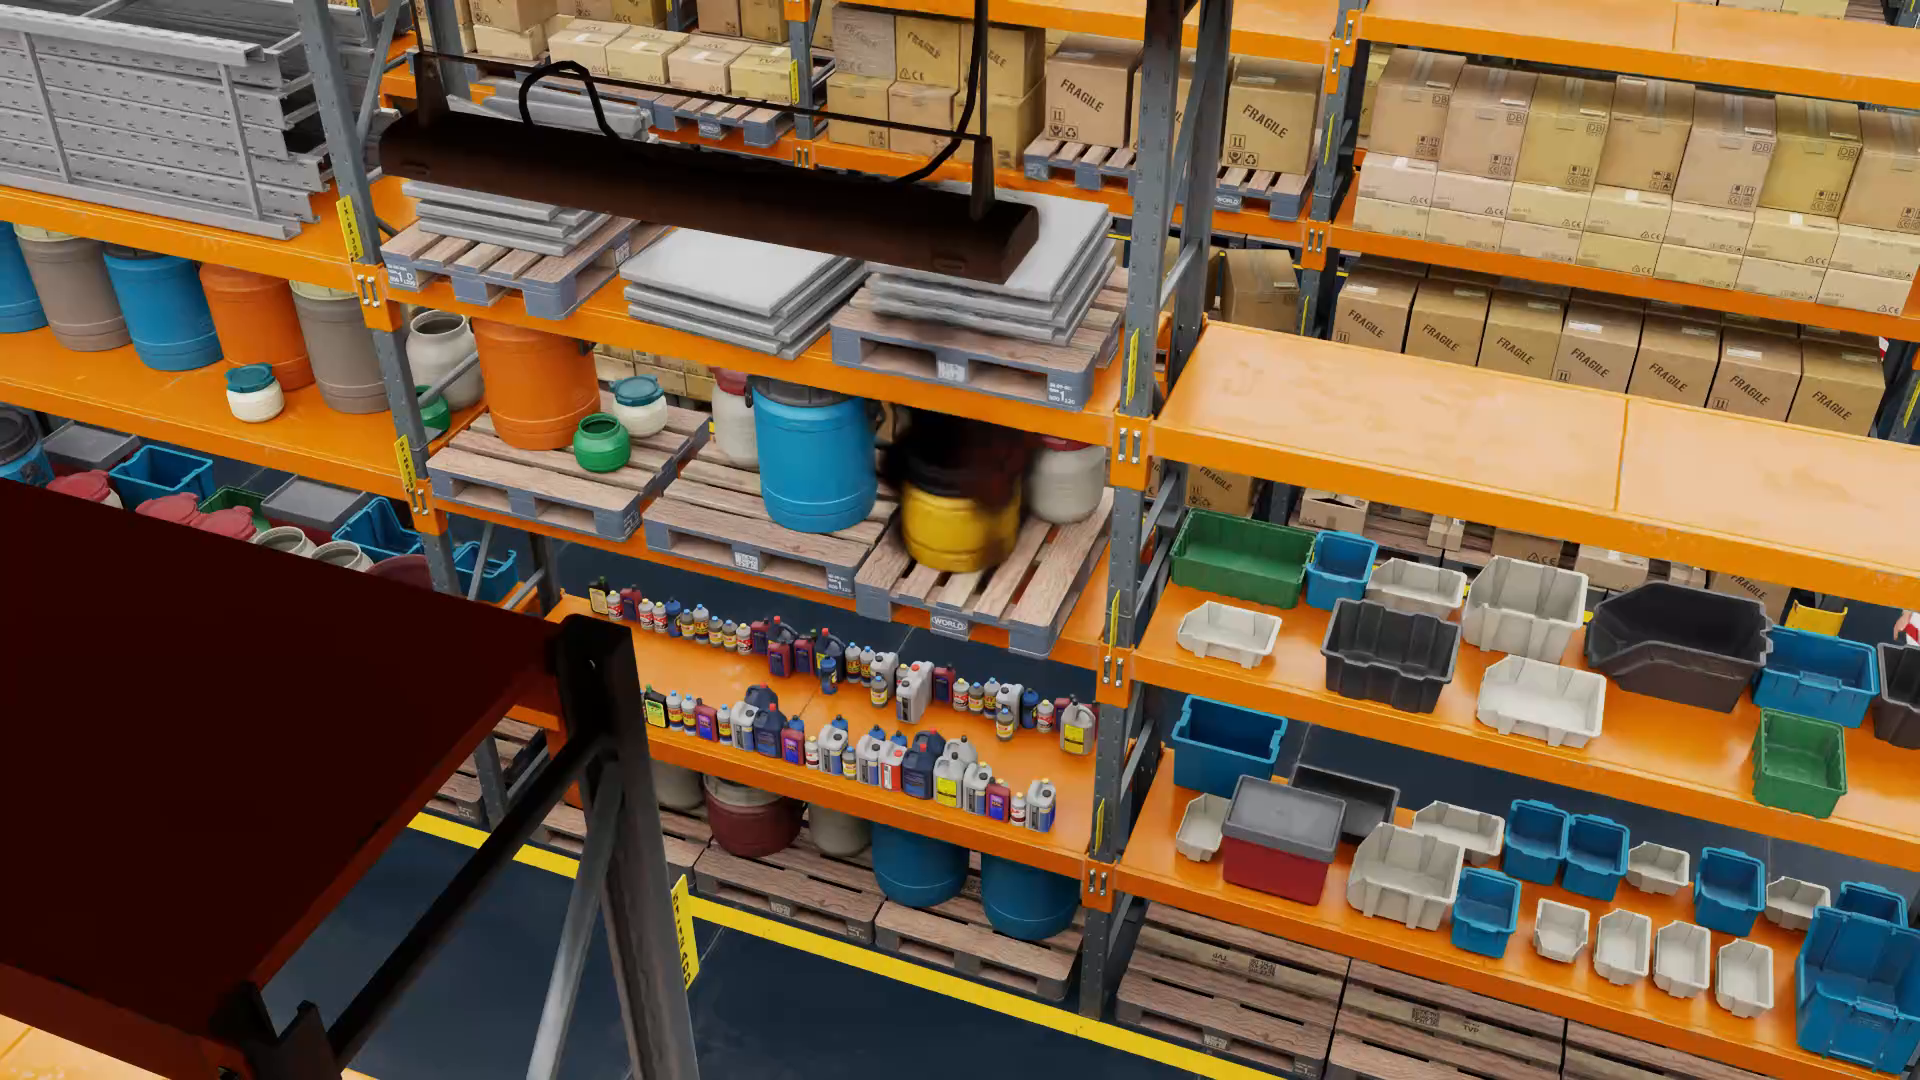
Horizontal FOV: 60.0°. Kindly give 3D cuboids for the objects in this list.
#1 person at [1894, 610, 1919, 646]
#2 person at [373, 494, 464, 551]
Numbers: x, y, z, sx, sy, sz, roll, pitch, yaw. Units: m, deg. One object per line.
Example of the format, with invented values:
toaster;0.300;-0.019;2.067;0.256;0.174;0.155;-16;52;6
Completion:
person;6.507;0.746;10.972;0.710;1.795;0.628;27;44;31
person;-4.186;-0.324;12.548;0.690;1.560;0.708;12;38;16
